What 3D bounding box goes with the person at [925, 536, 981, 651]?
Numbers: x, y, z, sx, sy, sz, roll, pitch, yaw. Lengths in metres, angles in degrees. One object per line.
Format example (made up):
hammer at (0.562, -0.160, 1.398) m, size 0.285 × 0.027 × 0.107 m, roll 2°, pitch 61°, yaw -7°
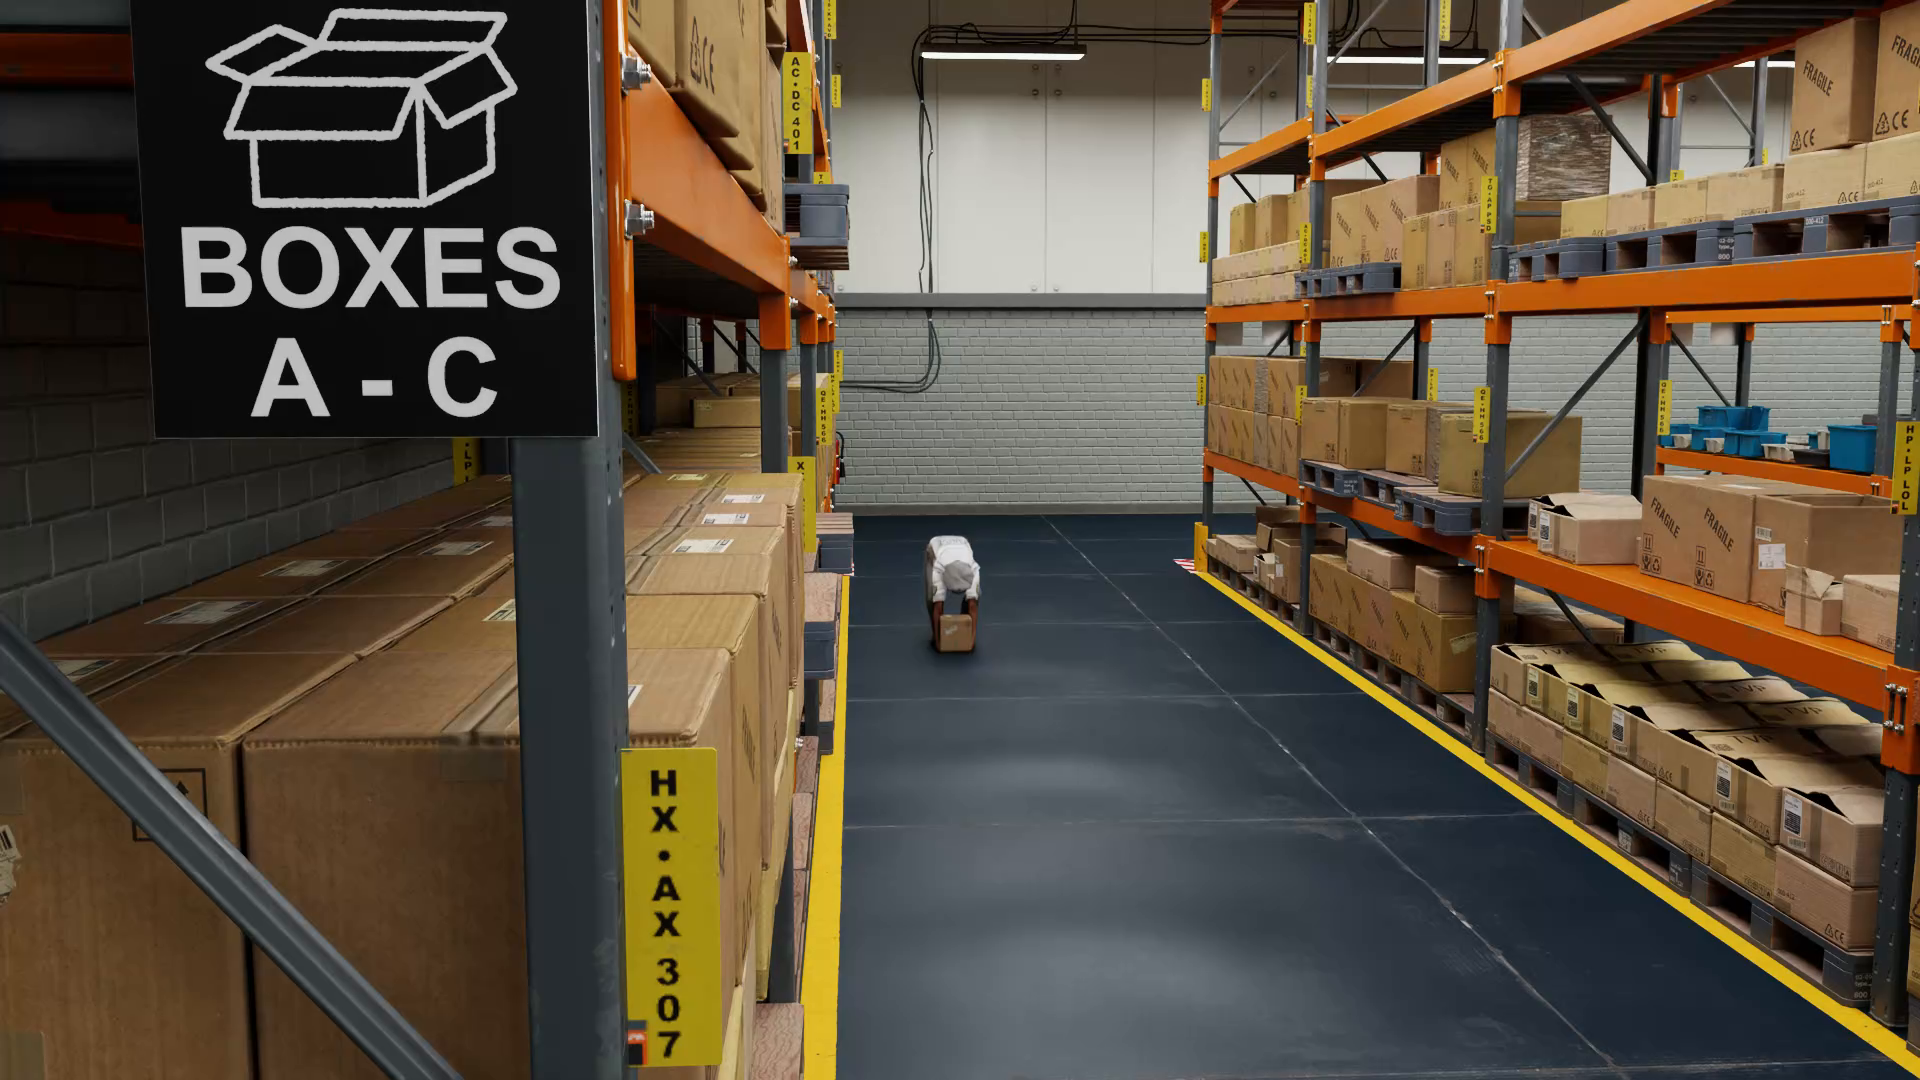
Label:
person at (-0.051, 0.423, 13.572) m, size 0.449 × 0.868 × 0.888 m, roll -1°, pitch 7°, yaw -6°
